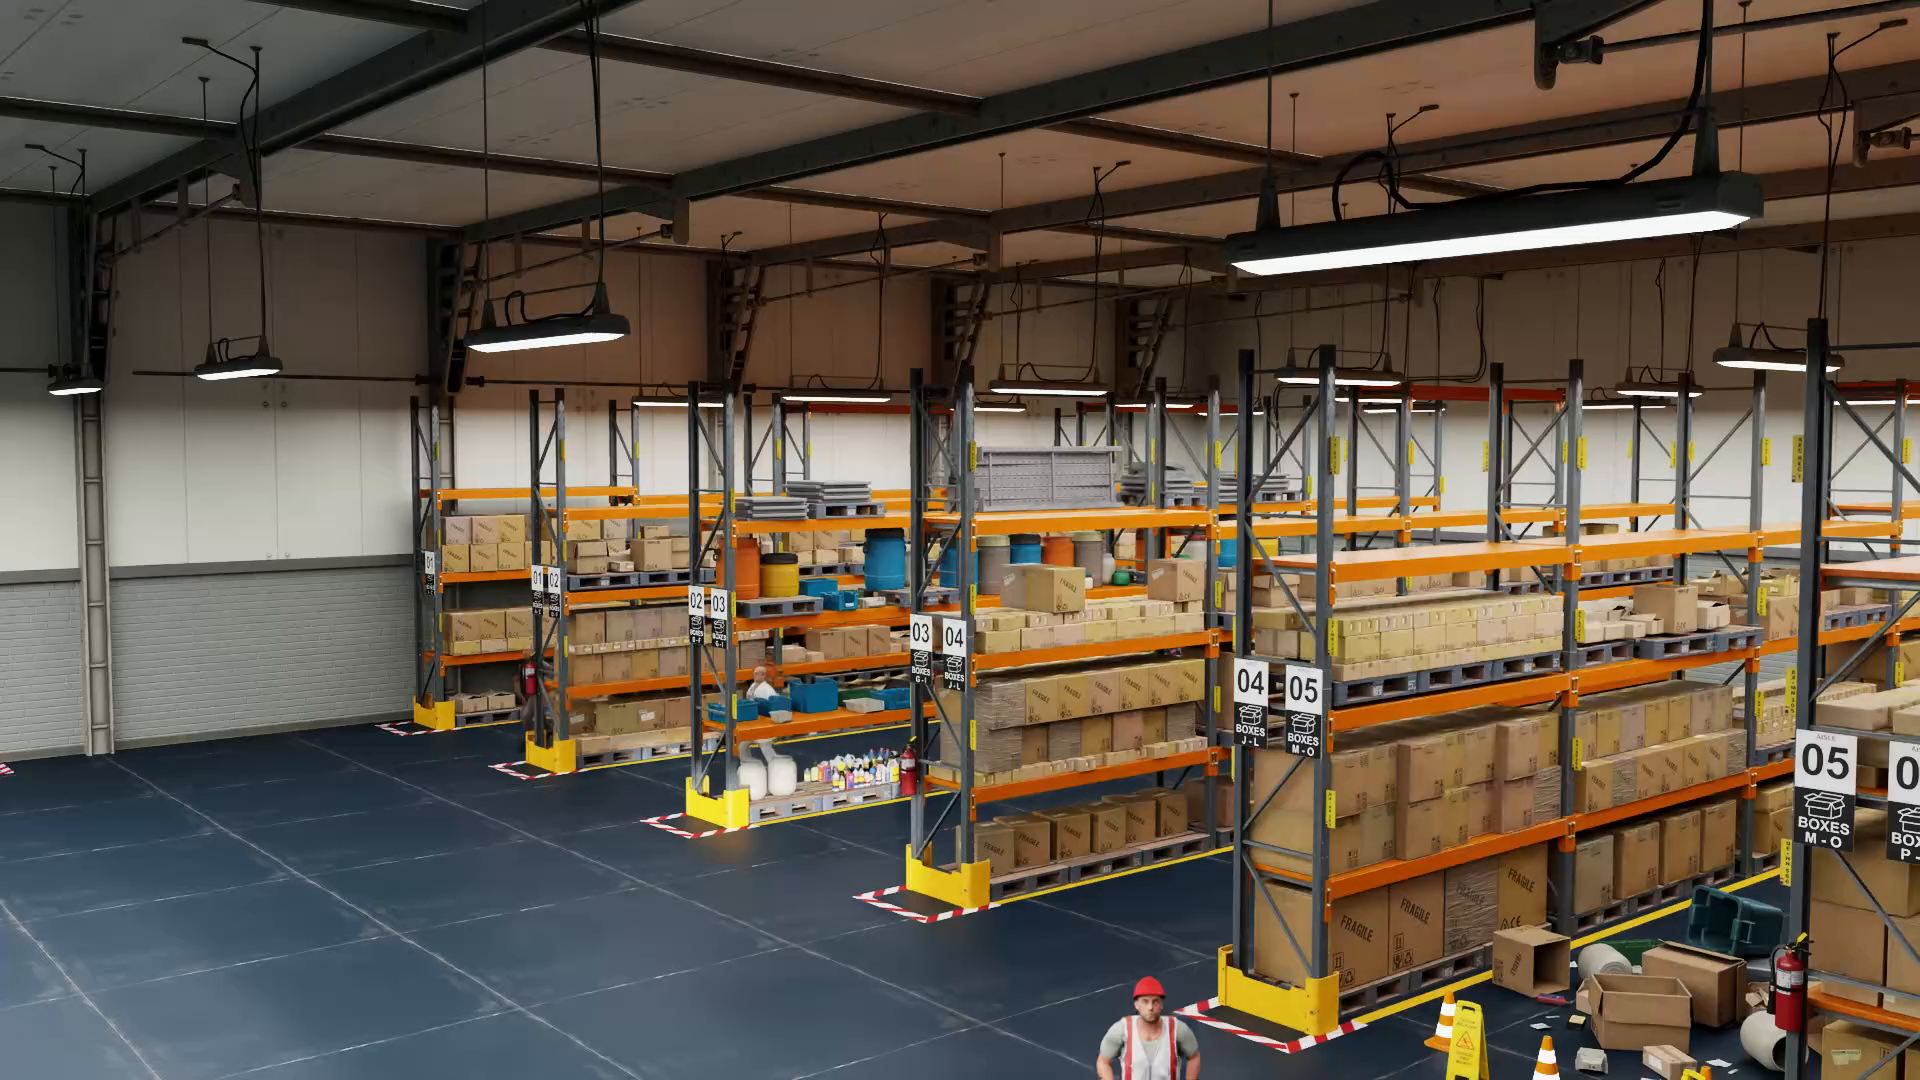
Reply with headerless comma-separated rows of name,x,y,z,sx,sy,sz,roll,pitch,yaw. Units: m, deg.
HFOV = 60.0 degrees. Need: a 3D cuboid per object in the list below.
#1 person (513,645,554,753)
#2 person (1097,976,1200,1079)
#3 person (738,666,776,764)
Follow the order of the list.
person,-7.170,2.641,28.061,0.680,1.760,0.900,3,4,40
person,1.206,3.661,10.664,0.666,1.749,0.584,0,3,6
person,-3.017,2.813,24.925,0.675,1.846,0.829,3,4,39
